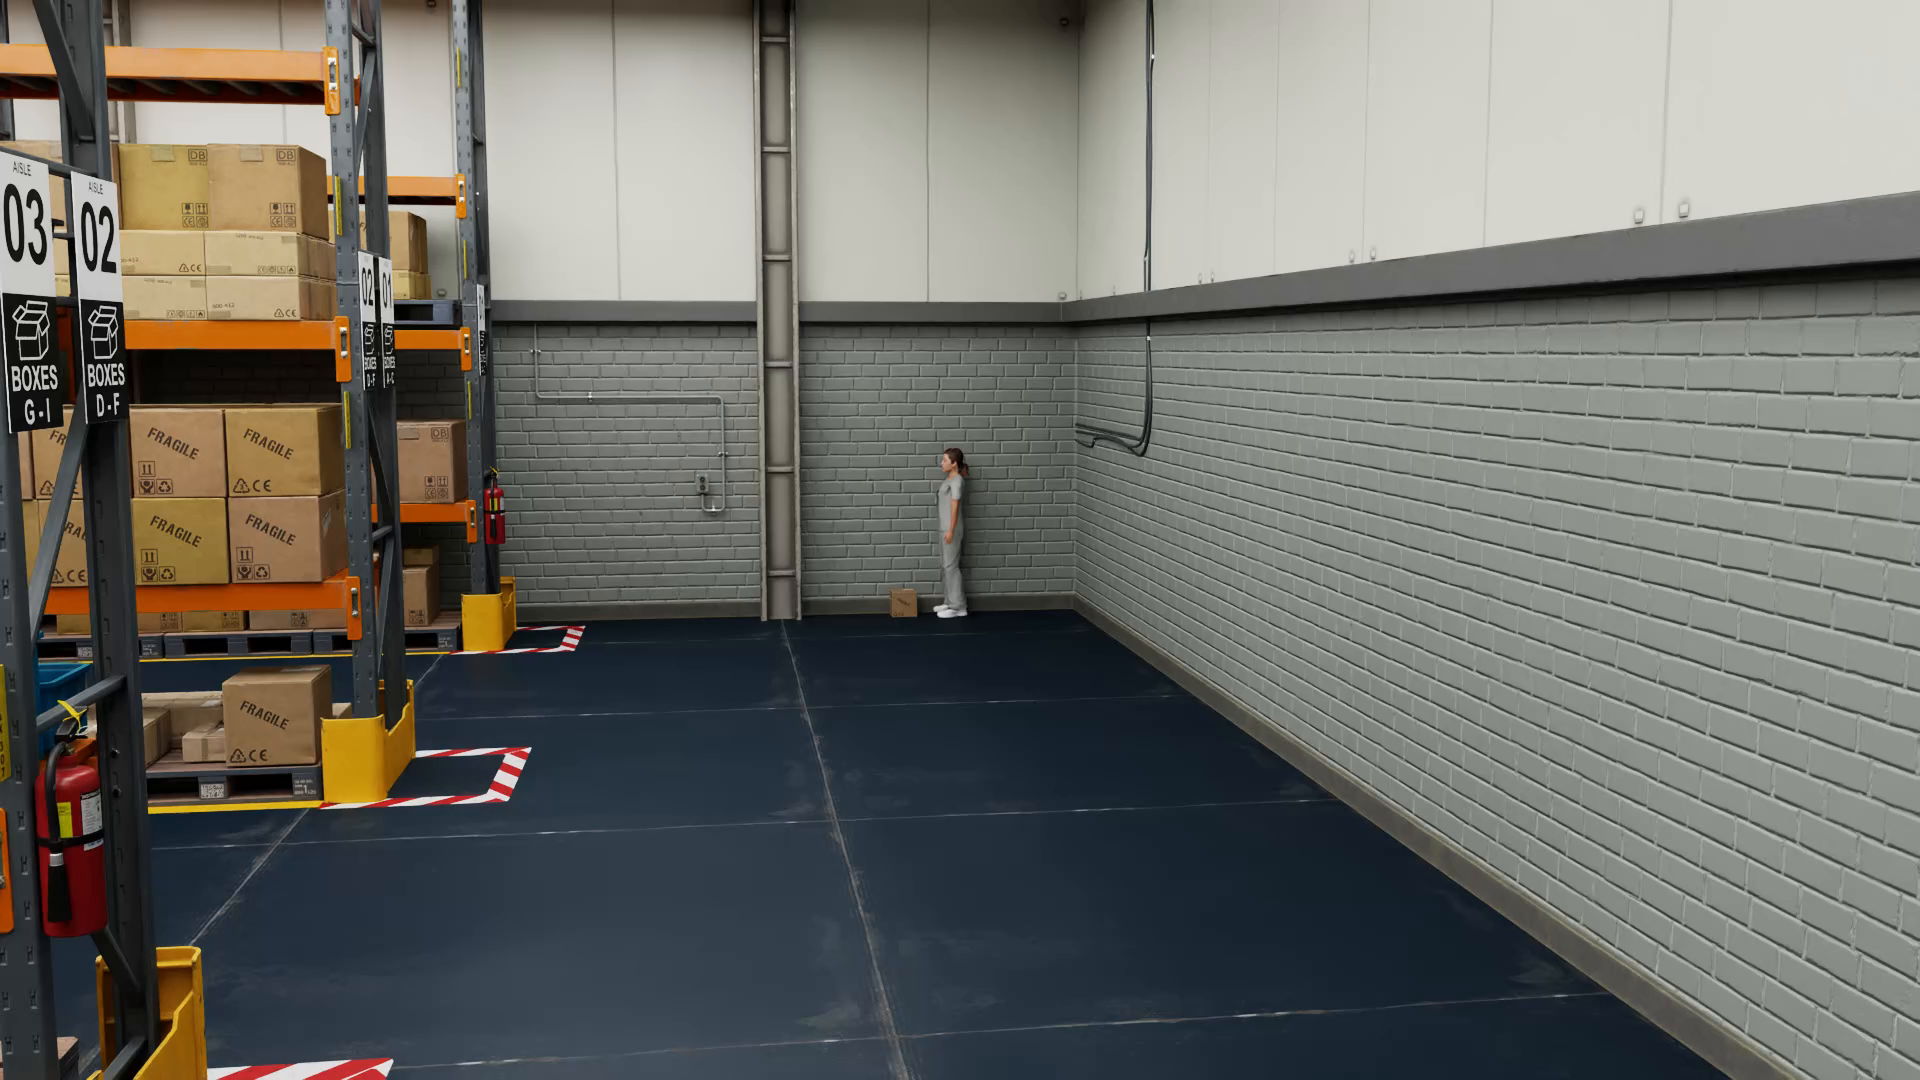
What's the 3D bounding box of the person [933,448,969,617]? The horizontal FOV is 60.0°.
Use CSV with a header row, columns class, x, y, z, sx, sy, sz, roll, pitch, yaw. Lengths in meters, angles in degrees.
class,x,y,z,sx,sy,sz,roll,pitch,yaw
person,-0.079,-0.080,16.566,0.358,1.674,0.435,-1,7,-7
